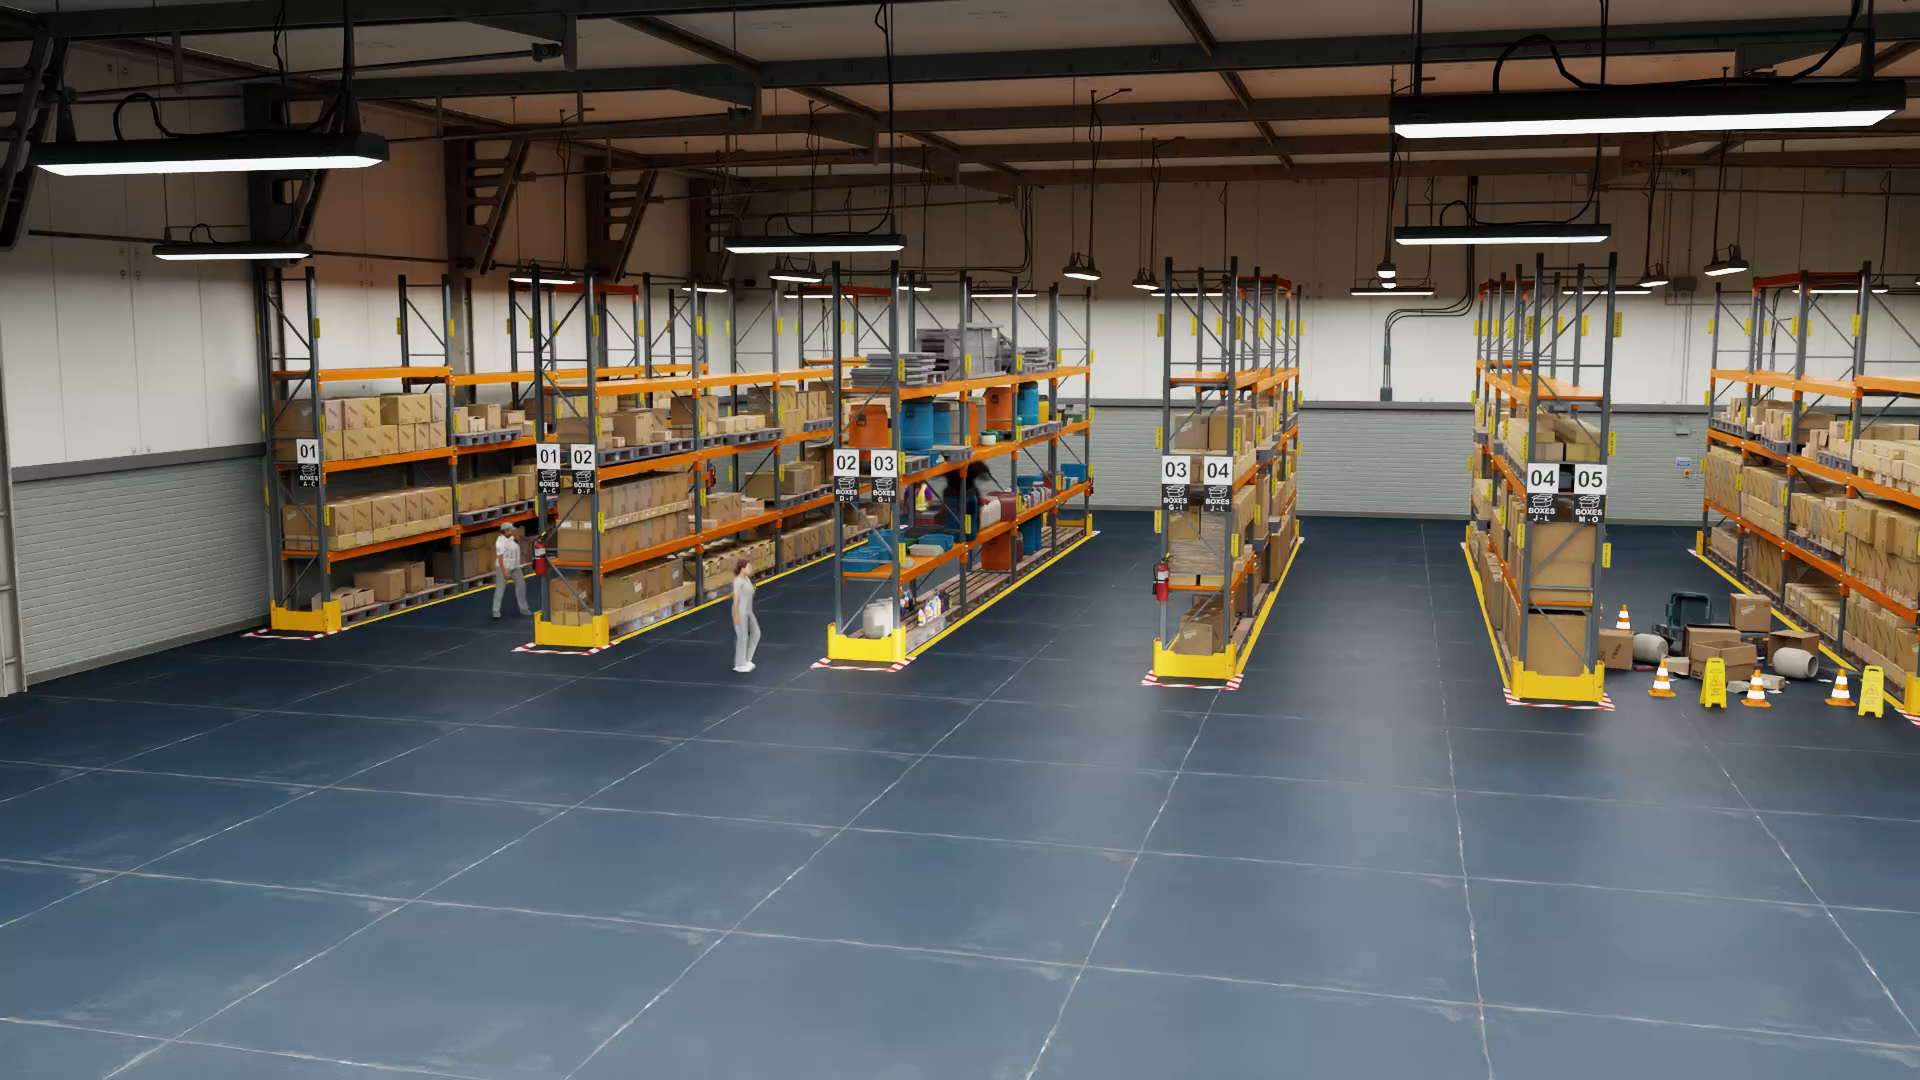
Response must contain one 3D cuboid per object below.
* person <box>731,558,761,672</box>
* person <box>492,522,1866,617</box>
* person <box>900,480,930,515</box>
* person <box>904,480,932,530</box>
[{"bbox_3d":[-3.188,1.098,24.408,0.378,1.669,0.569,2,8,17],"label":"person"},{"bbox_3d":[2.836,0.668,26.750,21.420,1.974,7.155,4,8,29],"label":"person"},{"bbox_3d":[-1.142,-1.412,44.297,0.986,1.585,0.557,5,9,33],"label":"person"},{"bbox_3d":[-0.988,-0.657,37.984,0.702,1.739,1.003,2,7,14],"label":"person"}]
